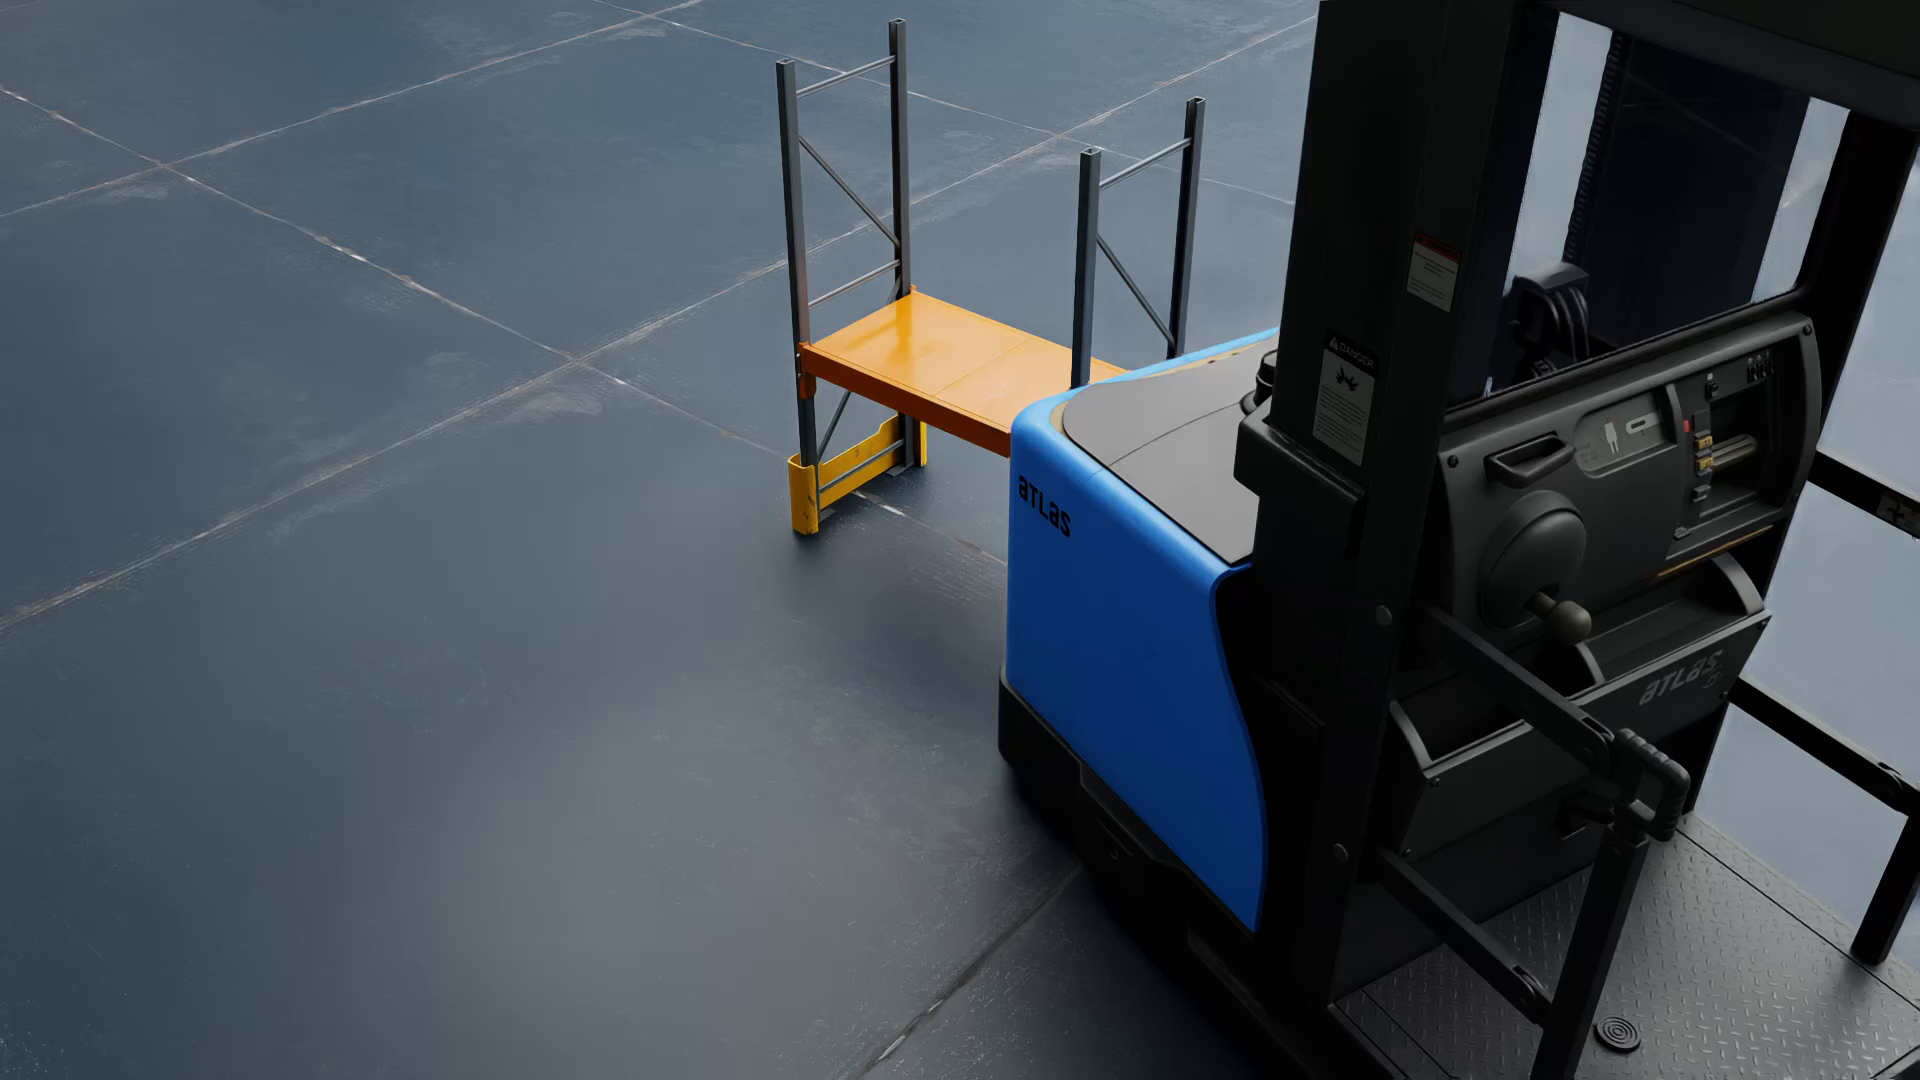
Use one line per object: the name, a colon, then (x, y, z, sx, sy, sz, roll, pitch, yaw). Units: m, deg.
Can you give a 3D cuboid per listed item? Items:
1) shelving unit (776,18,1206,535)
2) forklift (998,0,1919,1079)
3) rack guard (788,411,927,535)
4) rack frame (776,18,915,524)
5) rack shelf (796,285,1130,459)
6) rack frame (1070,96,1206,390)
shelving unit: (0.059, -0.591, 4.785, 1.083, 1.500, 0.587, 25, 42, 32)
forklift: (1.288, -0.052, 2.737, 1.130, 2.935, 3.031, -19, 39, -25)
rack guard: (-0.324, -0.256, 5.402, 0.087, 0.250, 0.587, 25, 42, 32)
rack frame: (-0.325, -0.771, 5.049, 0.032, 1.500, 0.500, 25, 42, 32)
rack shelf: (0.066, -0.439, 4.882, 1.000, 0.185, 0.538, 25, 42, 32)
rack frame: (0.456, -0.403, 4.512, 0.032, 1.500, 0.500, 25, 42, 32)
